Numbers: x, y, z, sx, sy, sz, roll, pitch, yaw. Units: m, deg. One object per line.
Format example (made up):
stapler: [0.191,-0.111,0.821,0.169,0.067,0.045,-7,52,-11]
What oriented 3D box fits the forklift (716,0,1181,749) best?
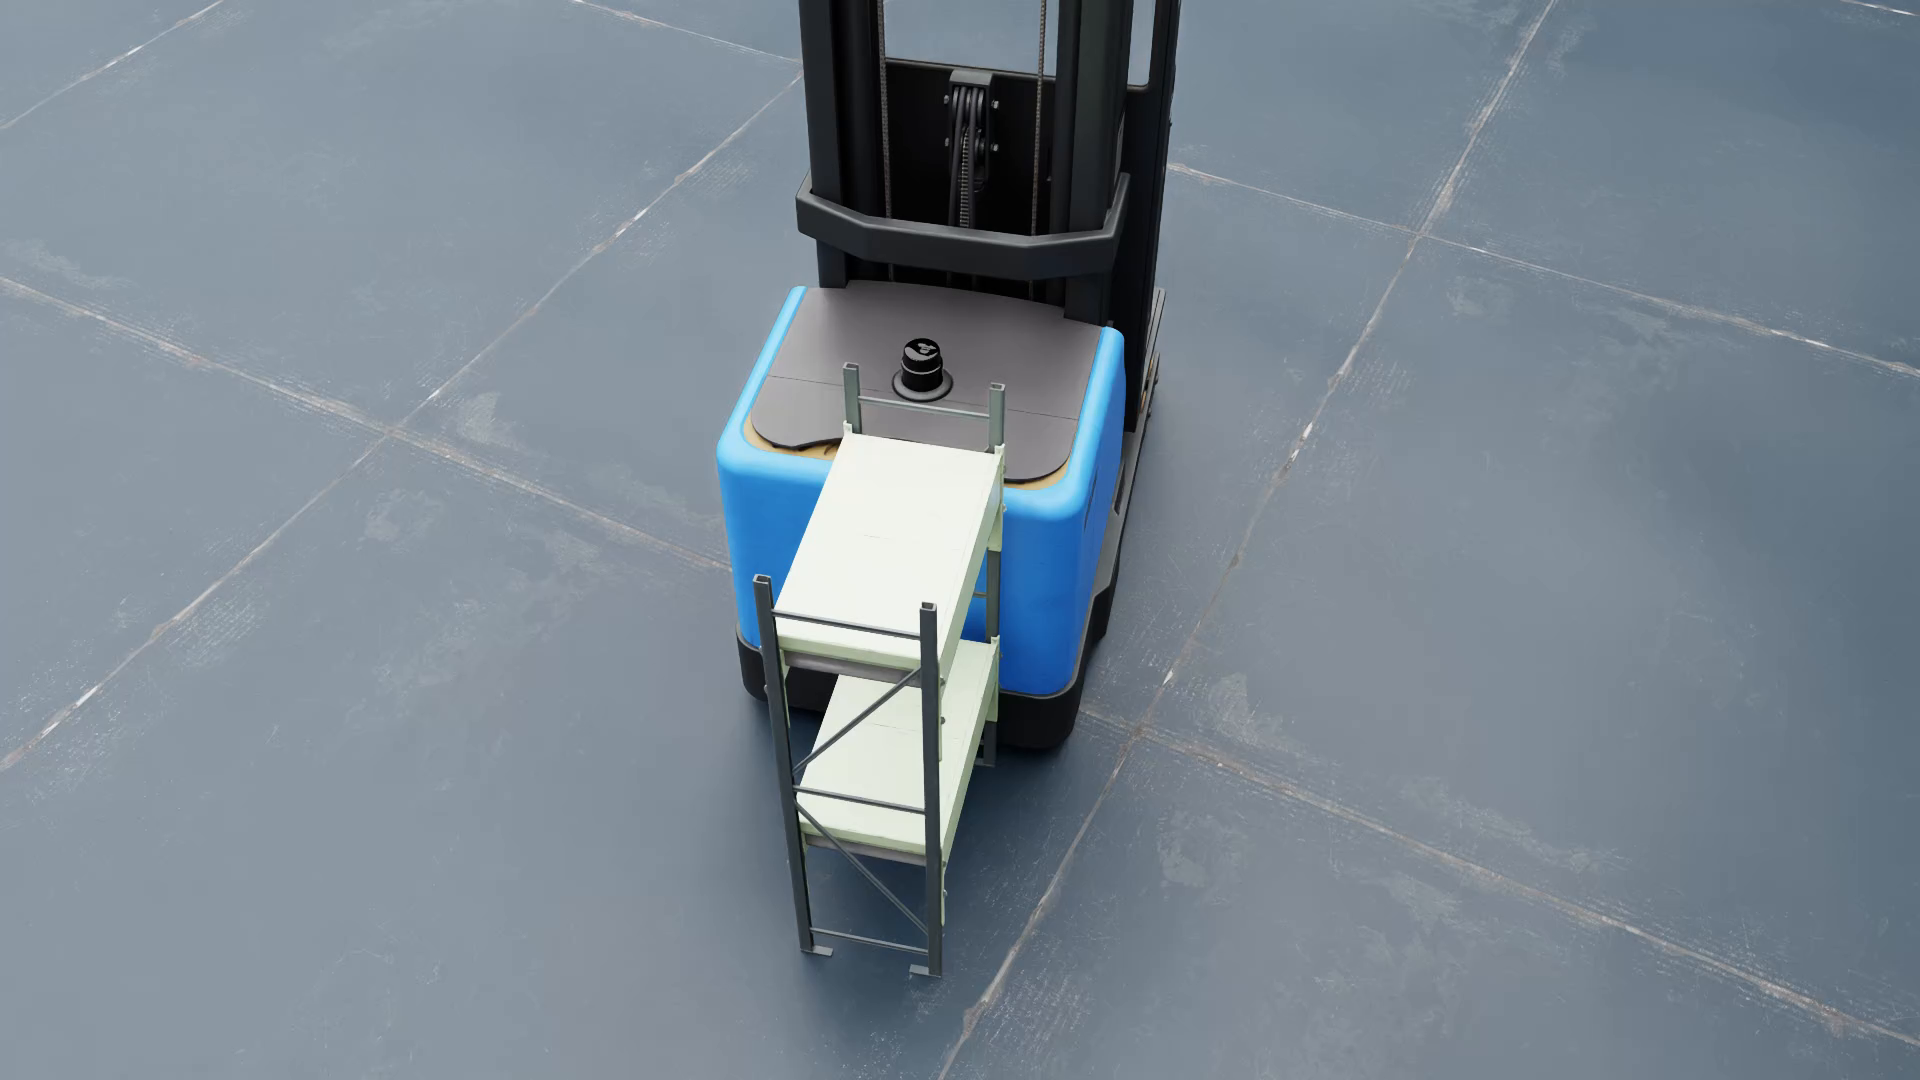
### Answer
forklift: [0.134,-1.465,5.138,1.130,2.935,3.031,9,46,9]

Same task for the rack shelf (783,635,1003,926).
rack shelf: [-0.167,0.613,4.548,0.431,0.370,0.720,9,46,9]

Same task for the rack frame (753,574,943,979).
rack frame: [-0.246,0.638,4.065,0.400,1.500,0.023,9,46,9]

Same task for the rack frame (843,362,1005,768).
rack frame: [-0.088,0.130,4.567,0.400,1.500,0.023,9,46,9]

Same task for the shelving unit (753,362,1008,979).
shelving unit: [-0.167,0.384,4.316,0.431,1.500,0.755,9,46,9]

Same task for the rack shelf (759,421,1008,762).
rack shelf: [-0.167,0.110,4.038,0.431,0.370,0.720,9,46,9]
